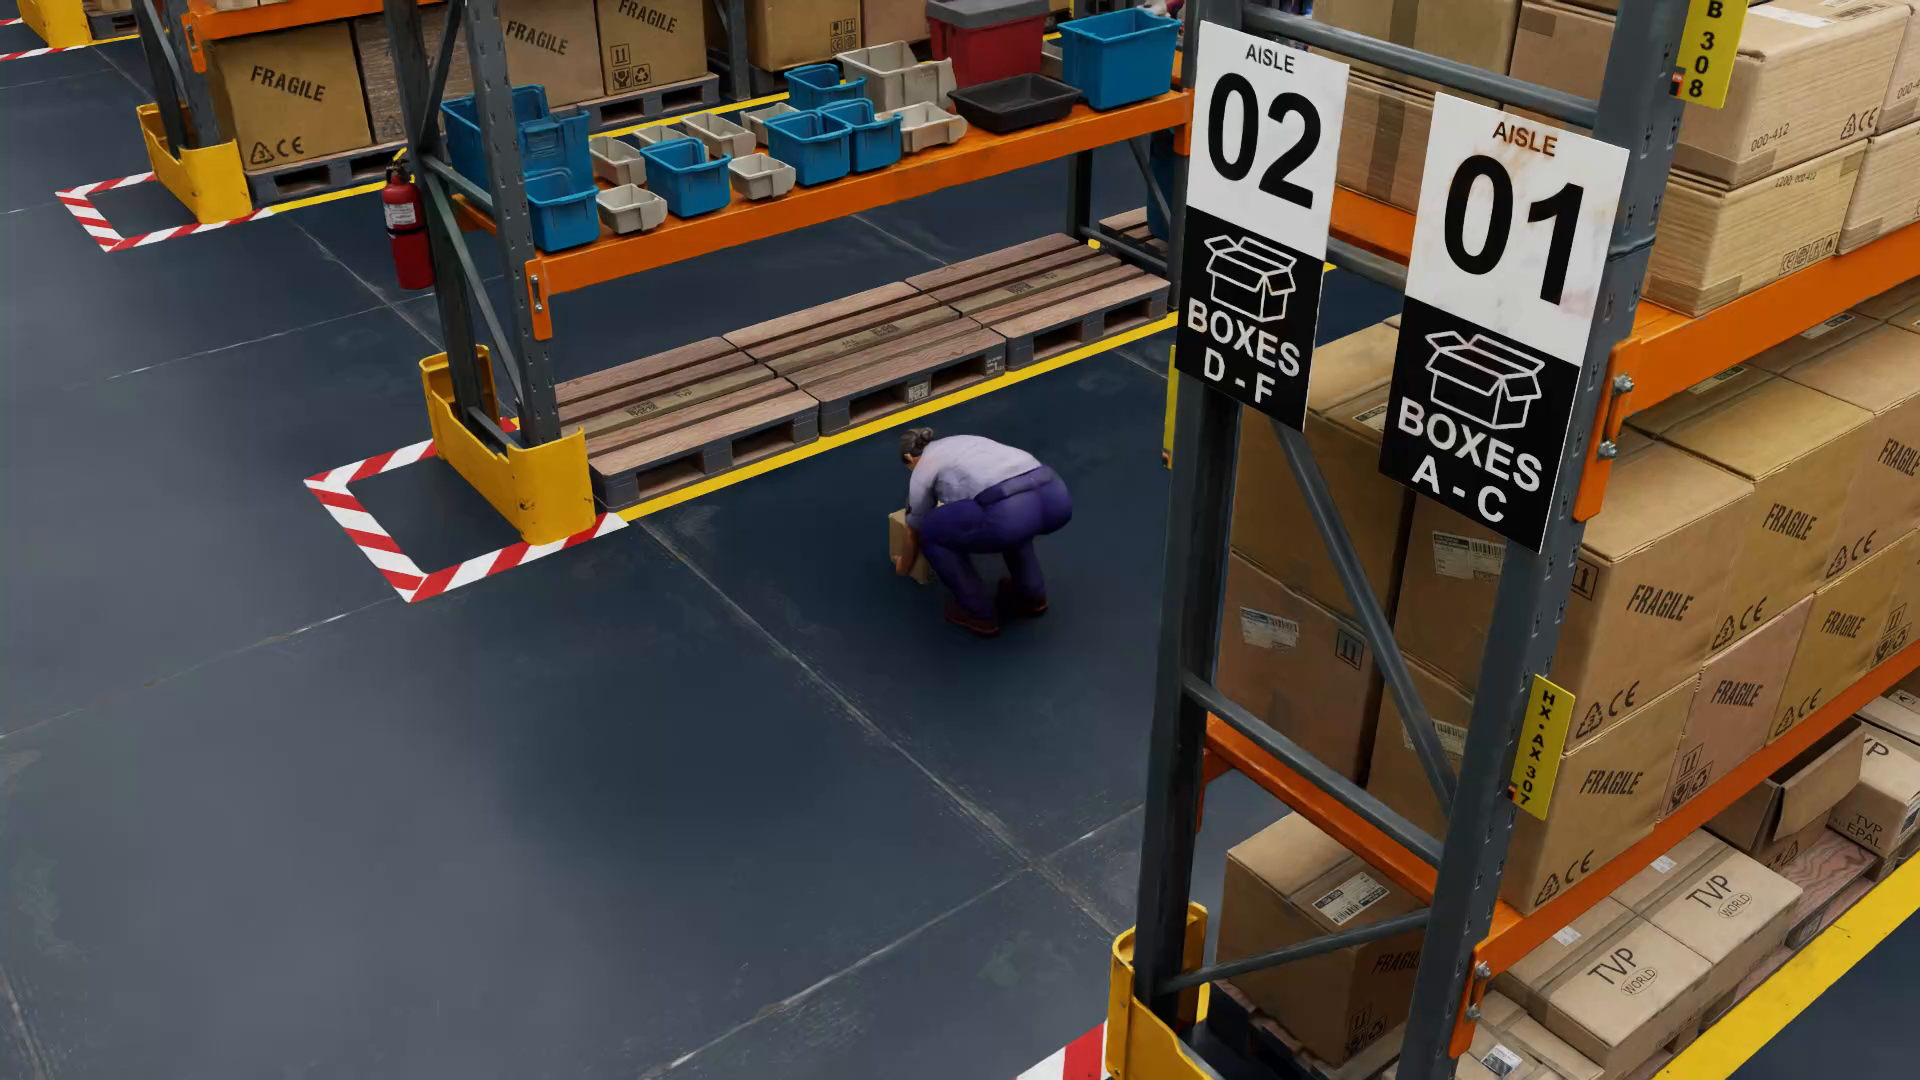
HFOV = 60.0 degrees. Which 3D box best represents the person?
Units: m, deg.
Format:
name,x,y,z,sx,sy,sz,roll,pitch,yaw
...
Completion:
name,x,y,z,sx,sy,sz,roll,pitch,yaw
person,0.058,-0.072,7.098,0.524,0.783,0.905,-24,40,-33
